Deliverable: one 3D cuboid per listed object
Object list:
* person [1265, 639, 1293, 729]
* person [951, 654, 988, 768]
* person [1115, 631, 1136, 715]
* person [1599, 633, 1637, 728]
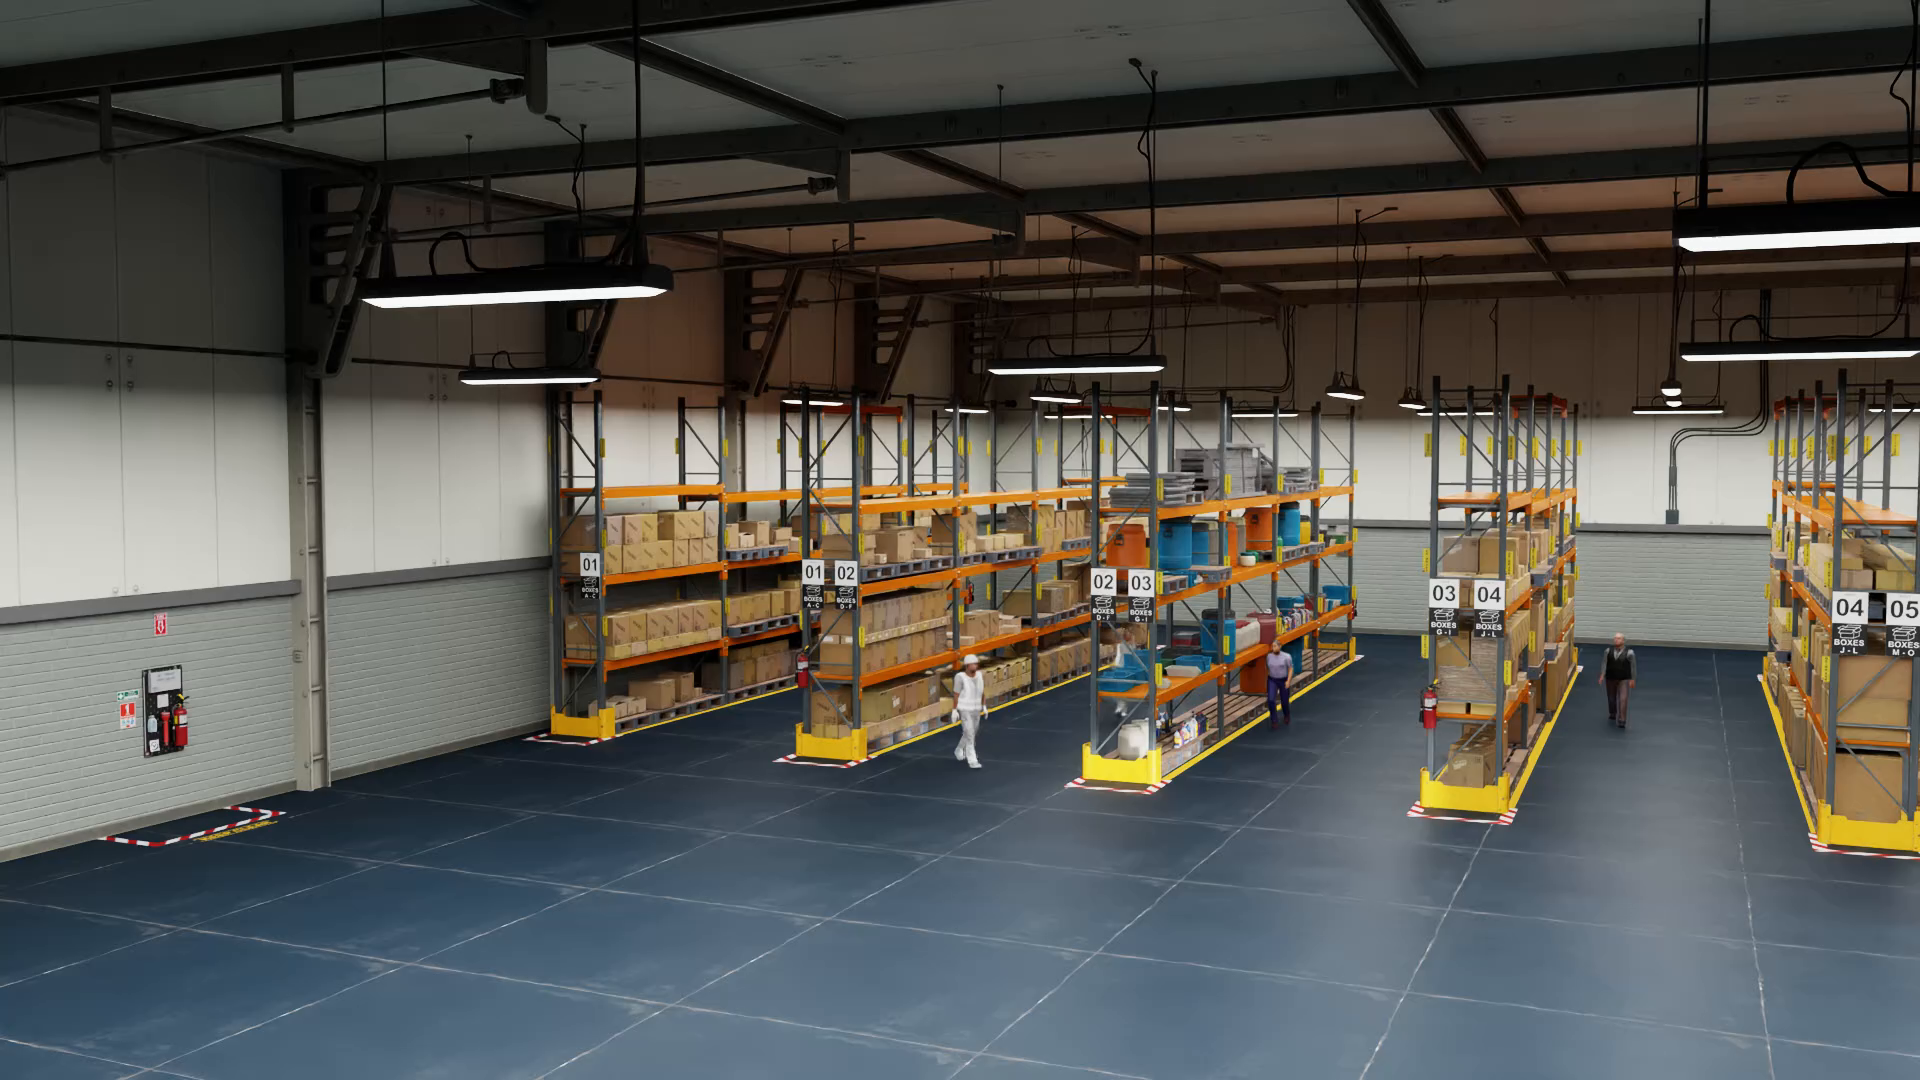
[{"bbox_3d":[5.721,2.569,29.880,0.526,1.566,0.825,1,3,20],"label":"person"},{"bbox_3d":[0.155,2.680,26.247,0.611,1.755,0.914,-3,4,-39],"label":"person"},{"bbox_3d":[3.096,2.488,31.045,0.418,1.584,0.563,0,3,8],"label":"person"},{"bbox_3d":[11.830,2.509,29.896,0.618,1.670,1.069,1,3,23],"label":"person"}]
